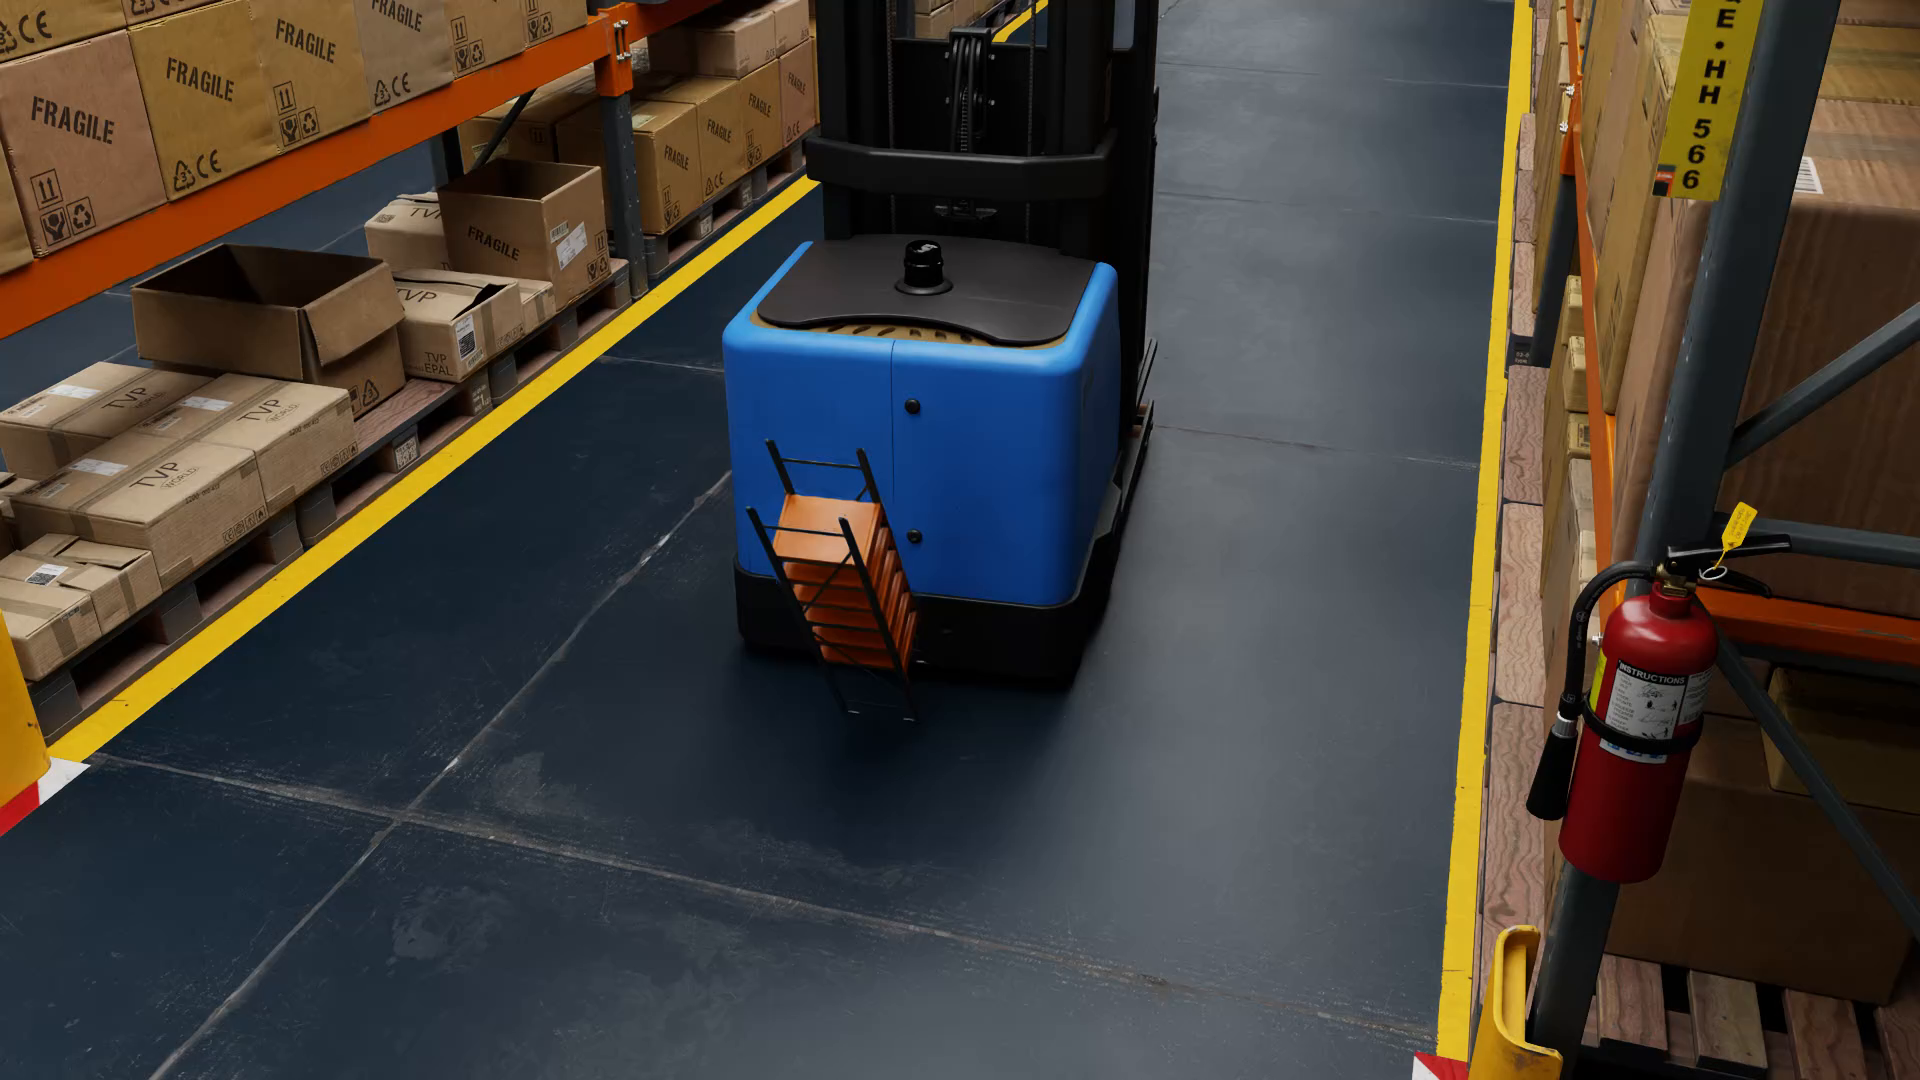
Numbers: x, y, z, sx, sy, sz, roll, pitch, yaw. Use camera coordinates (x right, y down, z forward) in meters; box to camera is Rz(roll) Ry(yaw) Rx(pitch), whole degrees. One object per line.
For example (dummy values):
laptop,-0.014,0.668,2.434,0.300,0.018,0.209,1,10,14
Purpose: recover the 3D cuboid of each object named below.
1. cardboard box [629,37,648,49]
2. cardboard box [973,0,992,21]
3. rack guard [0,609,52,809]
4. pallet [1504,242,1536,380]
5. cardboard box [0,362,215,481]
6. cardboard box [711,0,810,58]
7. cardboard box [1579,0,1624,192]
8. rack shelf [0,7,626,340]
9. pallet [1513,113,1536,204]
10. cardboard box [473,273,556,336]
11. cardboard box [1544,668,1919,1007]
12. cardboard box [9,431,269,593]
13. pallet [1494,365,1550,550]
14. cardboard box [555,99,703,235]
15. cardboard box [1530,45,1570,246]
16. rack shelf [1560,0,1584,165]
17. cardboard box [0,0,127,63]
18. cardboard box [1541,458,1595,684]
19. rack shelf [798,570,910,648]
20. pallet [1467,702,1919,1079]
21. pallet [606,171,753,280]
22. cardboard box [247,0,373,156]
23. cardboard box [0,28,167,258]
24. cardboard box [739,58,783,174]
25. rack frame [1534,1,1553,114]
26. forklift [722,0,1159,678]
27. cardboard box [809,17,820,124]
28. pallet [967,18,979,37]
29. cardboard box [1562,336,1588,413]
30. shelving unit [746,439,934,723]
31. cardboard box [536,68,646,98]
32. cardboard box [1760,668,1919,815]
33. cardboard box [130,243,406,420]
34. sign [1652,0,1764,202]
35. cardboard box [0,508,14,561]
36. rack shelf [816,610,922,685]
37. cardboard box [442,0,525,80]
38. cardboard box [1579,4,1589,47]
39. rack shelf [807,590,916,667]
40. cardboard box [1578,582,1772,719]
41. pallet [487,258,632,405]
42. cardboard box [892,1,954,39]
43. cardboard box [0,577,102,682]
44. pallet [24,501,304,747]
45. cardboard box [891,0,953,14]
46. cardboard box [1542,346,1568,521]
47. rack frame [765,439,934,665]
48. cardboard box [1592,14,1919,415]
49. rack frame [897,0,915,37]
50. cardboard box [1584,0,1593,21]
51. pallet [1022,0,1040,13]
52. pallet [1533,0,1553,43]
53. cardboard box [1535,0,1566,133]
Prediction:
cardboard box,-1.645,-2.590,9.439,0.500,0.500,0.500,7,30,13
cardboard box,-0.062,-4.040,12.324,0.500,0.250,0.500,8,30,14
rack guard,-3.116,0.394,4.527,1.175,0.500,0.348,8,30,15
pallet,2.927,-0.967,7.272,1.003,0.211,1.213,8,30,15
cardboard box,-2.906,-0.379,5.721,0.500,0.250,0.500,8,30,15
cardboard box,-1.149,-2.837,9.112,0.500,0.250,0.500,8,30,14
cardboard box,2.378,-1.360,4.800,0.980,0.700,0.700,8,30,14
rack shelf,-2.551,-1.278,5.702,1.077,0.370,4.000,8,30,15
pallet,3.643,-2.101,9.310,1.003,0.211,1.213,8,30,15
cardboard box,-1.913,-0.980,6.906,0.380,0.149,0.250,8,30,15
cardboard box,1.709,0.612,3.704,0.700,0.500,0.500,8,30,15
cardboard box,-2.560,-0.098,5.217,0.500,0.250,0.500,8,30,15
pallet,2.475,-0.256,5.993,1.003,0.211,1.213,8,30,15
cardboard box,-1.589,-1.812,8.040,0.500,0.500,0.500,7,30,13
cardboard box,3.097,-1.795,7.670,0.750,0.750,0.750,9,30,16
rack shelf,3.360,-2.432,7.776,1.077,0.370,4.000,8,30,15
cardboard box,-2.609,-1.556,4.330,0.500,0.500,0.500,9,30,15
cardboard box,2.002,0.145,4.543,0.700,0.500,0.500,8,30,13
rack shelf,-0.277,0.167,4.379,0.258,0.103,0.180,6,63,11
pallet,1.759,0.878,3.954,1.003,0.211,1.213,8,30,15
pallet,-1.761,-1.687,8.565,1.003,0.211,1.213,8,30,15
cardboard box,-2.311,-1.581,5.403,0.500,0.500,0.500,9,30,16
cardboard box,-2.609,-1.116,4.567,0.500,0.500,0.500,8,30,14
cardboard box,-1.289,-2.292,8.904,0.500,0.500,0.500,9,30,15
rack frame,3.947,-3.676,9.272,1.000,3.000,0.127,8,30,15
forklift,0.132,-1.577,5.569,1.130,2.935,3.031,6,30,11
cardboard box,-0.992,-2.772,9.766,0.500,0.500,0.500,7,30,13
pallet,-0.511,-3.539,11.895,1.003,0.211,1.213,8,30,15
cardboard box,2.027,-0.483,5.004,0.380,0.149,0.250,8,30,13
shelving unit,-0.283,0.146,4.341,0.258,1.200,0.189,6,63,11
cardboard box,-1.940,-2.120,8.595,0.500,0.500,0.500,9,30,15
cardboard box,1.863,0.415,3.391,0.380,0.149,0.250,9,30,15
cardboard box,-2.510,-0.749,6.127,0.797,0.503,0.637,8,30,15
sign,1.084,-0.651,2.400,0.100,0.325,0.005,8,30,15
cardboard box,-3.214,-0.051,4.874,0.500,0.500,0.500,8,30,15
rack shelf,-0.248,0.281,4.588,0.258,0.103,0.180,6,63,11
cardboard box,-2.015,-2.057,6.259,0.500,0.500,0.500,9,30,16
cardboard box,2.653,-2.034,6.558,0.380,0.149,0.250,9,30,16
rack shelf,-0.263,0.224,4.484,0.258,0.103,0.180,6,63,11
cardboard box,1.572,0.242,3.701,0.380,0.149,0.250,8,30,14
pallet,-2.166,-0.984,7.302,1.003,0.211,1.213,8,30,15
cardboard box,-0.355,-3.564,11.468,0.500,0.250,0.500,8,30,15
cardboard box,-2.686,0.245,4.704,0.380,0.149,0.250,8,30,15
pallet,-2.882,0.150,5.264,1.003,0.211,1.213,8,30,15
cardboard box,-0.355,-3.809,11.331,0.500,0.311,0.500,10,30,17
cardboard box,2.305,-0.342,5.418,0.700,0.500,0.500,8,30,14
rack frame,-0.265,0.066,4.382,0.240,1.200,0.006,6,63,11
cardboard box,1.942,-0.667,3.555,0.980,0.700,0.700,8,30,14
rack frame,-0.790,-4.381,10.539,1.000,3.000,0.127,8,30,15
cardboard box,2.667,-2.250,6.279,0.500,0.500,0.500,8,30,14
pallet,0.205,-4.673,13.933,1.003,0.211,1.213,8,30,15
pallet,4.894,-3.954,12.640,1.003,0.211,1.213,8,30,15
cardboard box,3.606,-2.597,9.111,0.750,0.750,0.750,8,30,14
